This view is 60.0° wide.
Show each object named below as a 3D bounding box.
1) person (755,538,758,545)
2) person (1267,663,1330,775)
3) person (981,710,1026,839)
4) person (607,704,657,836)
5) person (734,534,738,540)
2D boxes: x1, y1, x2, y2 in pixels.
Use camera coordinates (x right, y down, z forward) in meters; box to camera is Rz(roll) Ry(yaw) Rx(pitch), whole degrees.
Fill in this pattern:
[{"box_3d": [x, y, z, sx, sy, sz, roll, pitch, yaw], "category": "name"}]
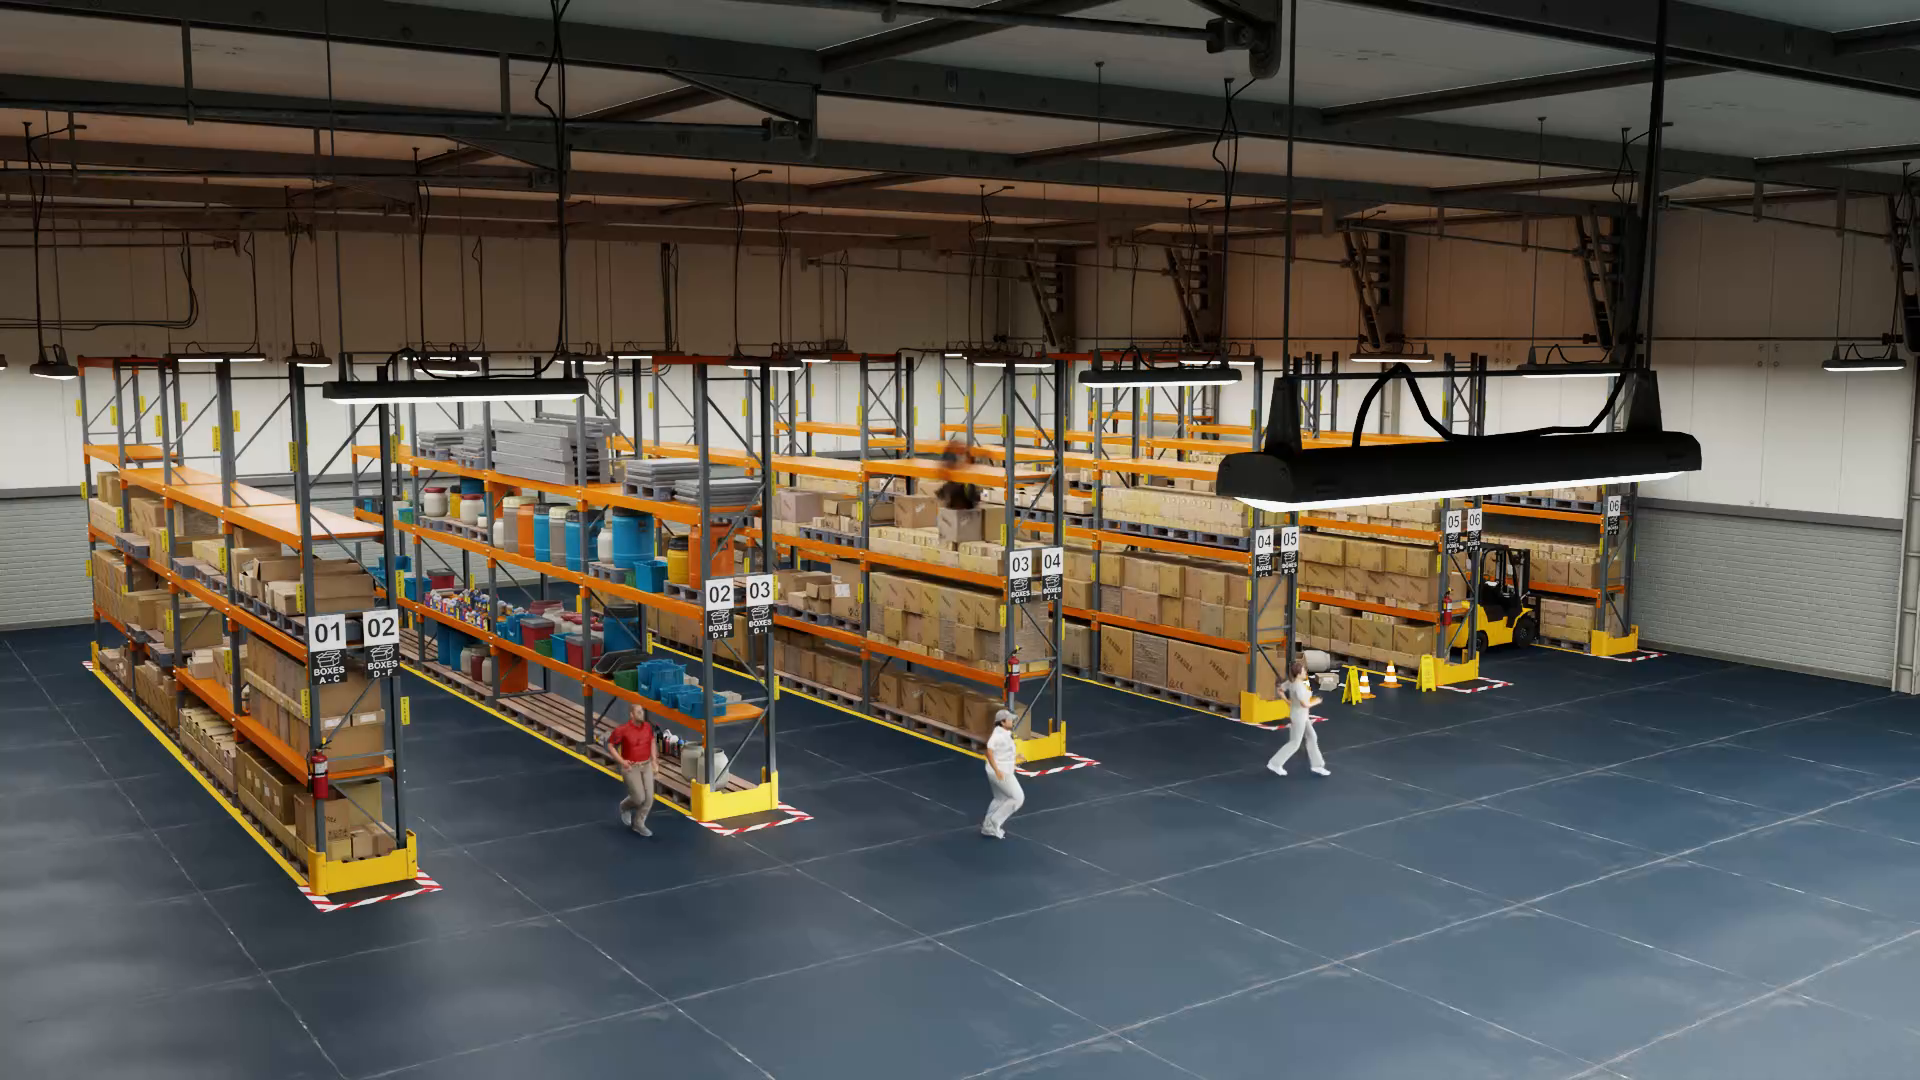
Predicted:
[{"box_3d": [-4.820, 0.792, 38.700, 0.732, 1.725, 0.673, -3, 7, -21], "category": "person"}, {"box_3d": [4.902, 2.595, 23.982, 0.965, 1.668, 0.572, 0, 7, -1], "category": "person"}, {"box_3d": [0.565, 2.962, 21.143, 0.585, 1.636, 0.612, 0, 7, -4], "category": "person"}, {"box_3d": [-4.145, 2.933, 21.284, 0.695, 1.697, 0.549, -7, 9, -43], "category": "person"}, {"box_3d": [-5.521, 0.630, 39.820, 0.736, 1.787, 0.647, -1, 7, -8], "category": "person"}]
